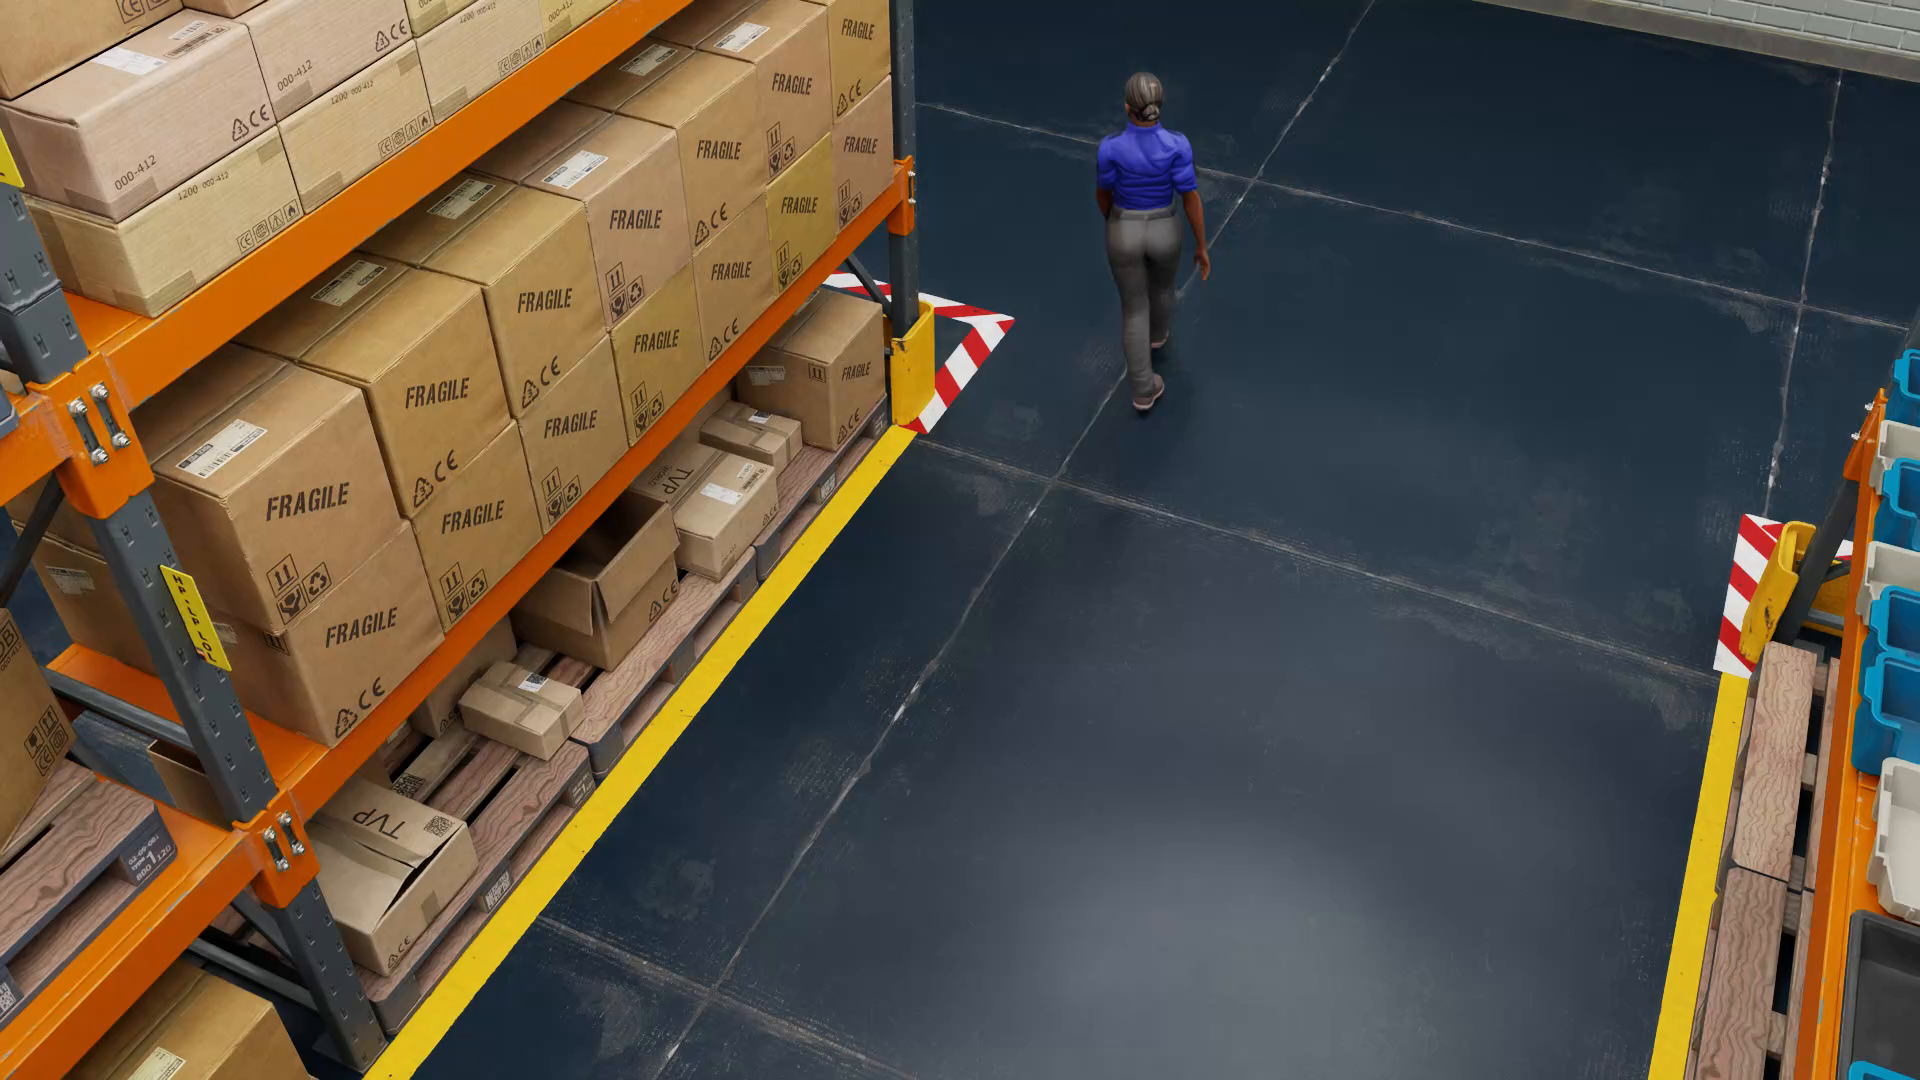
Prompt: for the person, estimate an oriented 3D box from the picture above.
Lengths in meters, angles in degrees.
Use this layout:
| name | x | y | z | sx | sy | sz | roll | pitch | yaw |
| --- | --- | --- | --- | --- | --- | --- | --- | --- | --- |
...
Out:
| name | x | y | z | sx | sy | sz | roll | pitch | yaw |
| --- | --- | --- | --- | --- | --- | --- | --- | --- | --- |
| person | 0.871 | -1.452 | 7.762 | 0.539 | 1.652 | 0.766 | -1 | 42 | -1 |
